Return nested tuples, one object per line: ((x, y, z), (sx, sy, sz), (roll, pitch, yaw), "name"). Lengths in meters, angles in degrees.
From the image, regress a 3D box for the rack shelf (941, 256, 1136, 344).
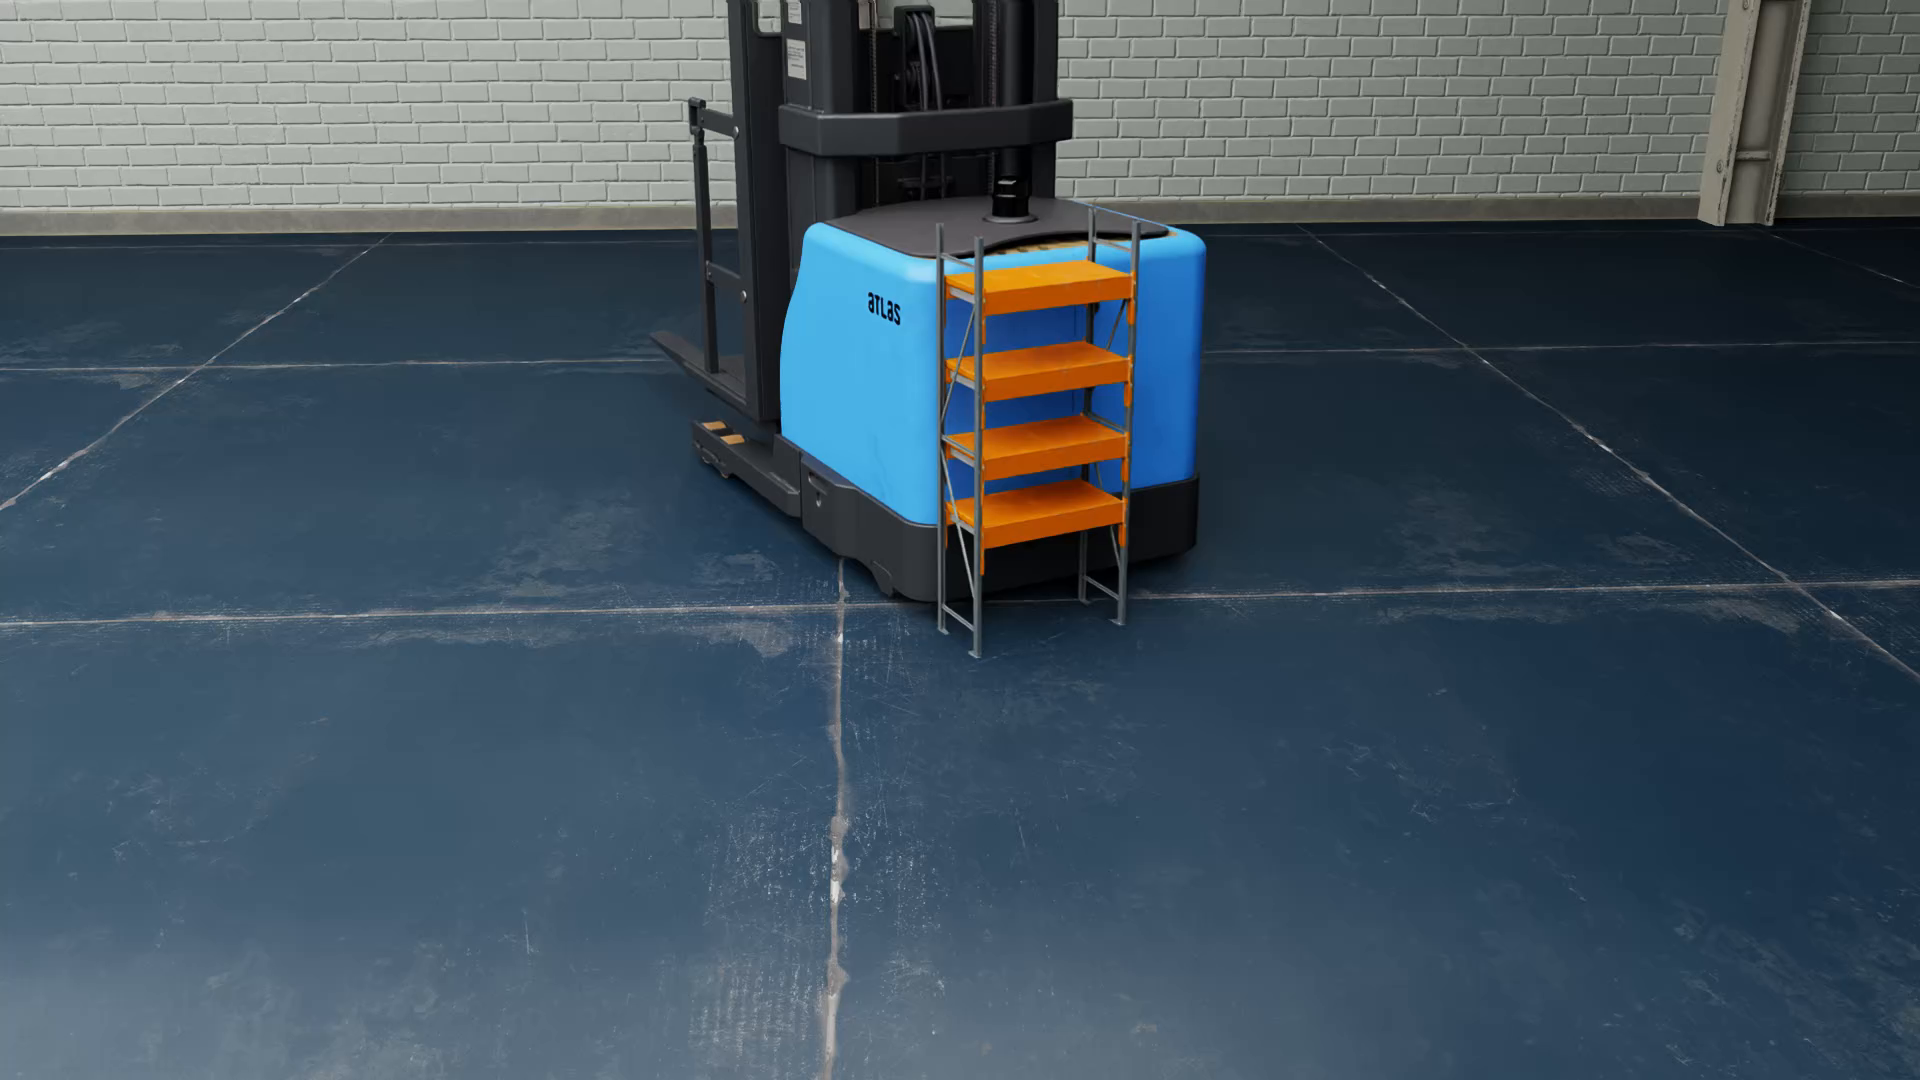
((0.213, -0.666, 4.579), (0.480, 0.148, 0.258), (-11, 23, -26), "rack shelf")

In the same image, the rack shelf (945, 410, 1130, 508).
((0.213, -0.236, 4.743), (0.480, 0.148, 0.258), (-11, 23, -26), "rack shelf")

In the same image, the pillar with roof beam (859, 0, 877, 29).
((-0.479, -4.721, 5.372), (0.400, 9.000, 9.100), (-1, 21, -3), "pillar with roof beam")

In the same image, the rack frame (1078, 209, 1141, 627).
((0.428, -0.340, 4.827), (0.015, 1.200, 0.240), (-11, 23, -26), "rack frame")

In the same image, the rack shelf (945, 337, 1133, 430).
((0.213, -0.445, 4.663), (0.480, 0.148, 0.258), (-11, 23, -26), "rack shelf")

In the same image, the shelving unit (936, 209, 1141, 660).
((0.213, -0.299, 4.719), (0.503, 1.200, 0.258), (-11, 23, -26), "shelving unit")

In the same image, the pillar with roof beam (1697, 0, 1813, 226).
((5.511, -4.842, 5.693), (0.400, 9.000, 9.100), (-1, 21, -3), "pillar with roof beam")

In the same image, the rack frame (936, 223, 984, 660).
((-0.002, -0.258, 4.611), (0.015, 1.200, 0.240), (-11, 23, -26), "rack frame")

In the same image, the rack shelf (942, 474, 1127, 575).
((0.213, -0.050, 4.814), (0.480, 0.148, 0.258), (-11, 23, -26), "rack shelf")

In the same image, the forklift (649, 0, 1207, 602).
((-0.375, -1.667, 5.880), (1.130, 2.935, 3.031), (-11, 23, -26), "forklift")
